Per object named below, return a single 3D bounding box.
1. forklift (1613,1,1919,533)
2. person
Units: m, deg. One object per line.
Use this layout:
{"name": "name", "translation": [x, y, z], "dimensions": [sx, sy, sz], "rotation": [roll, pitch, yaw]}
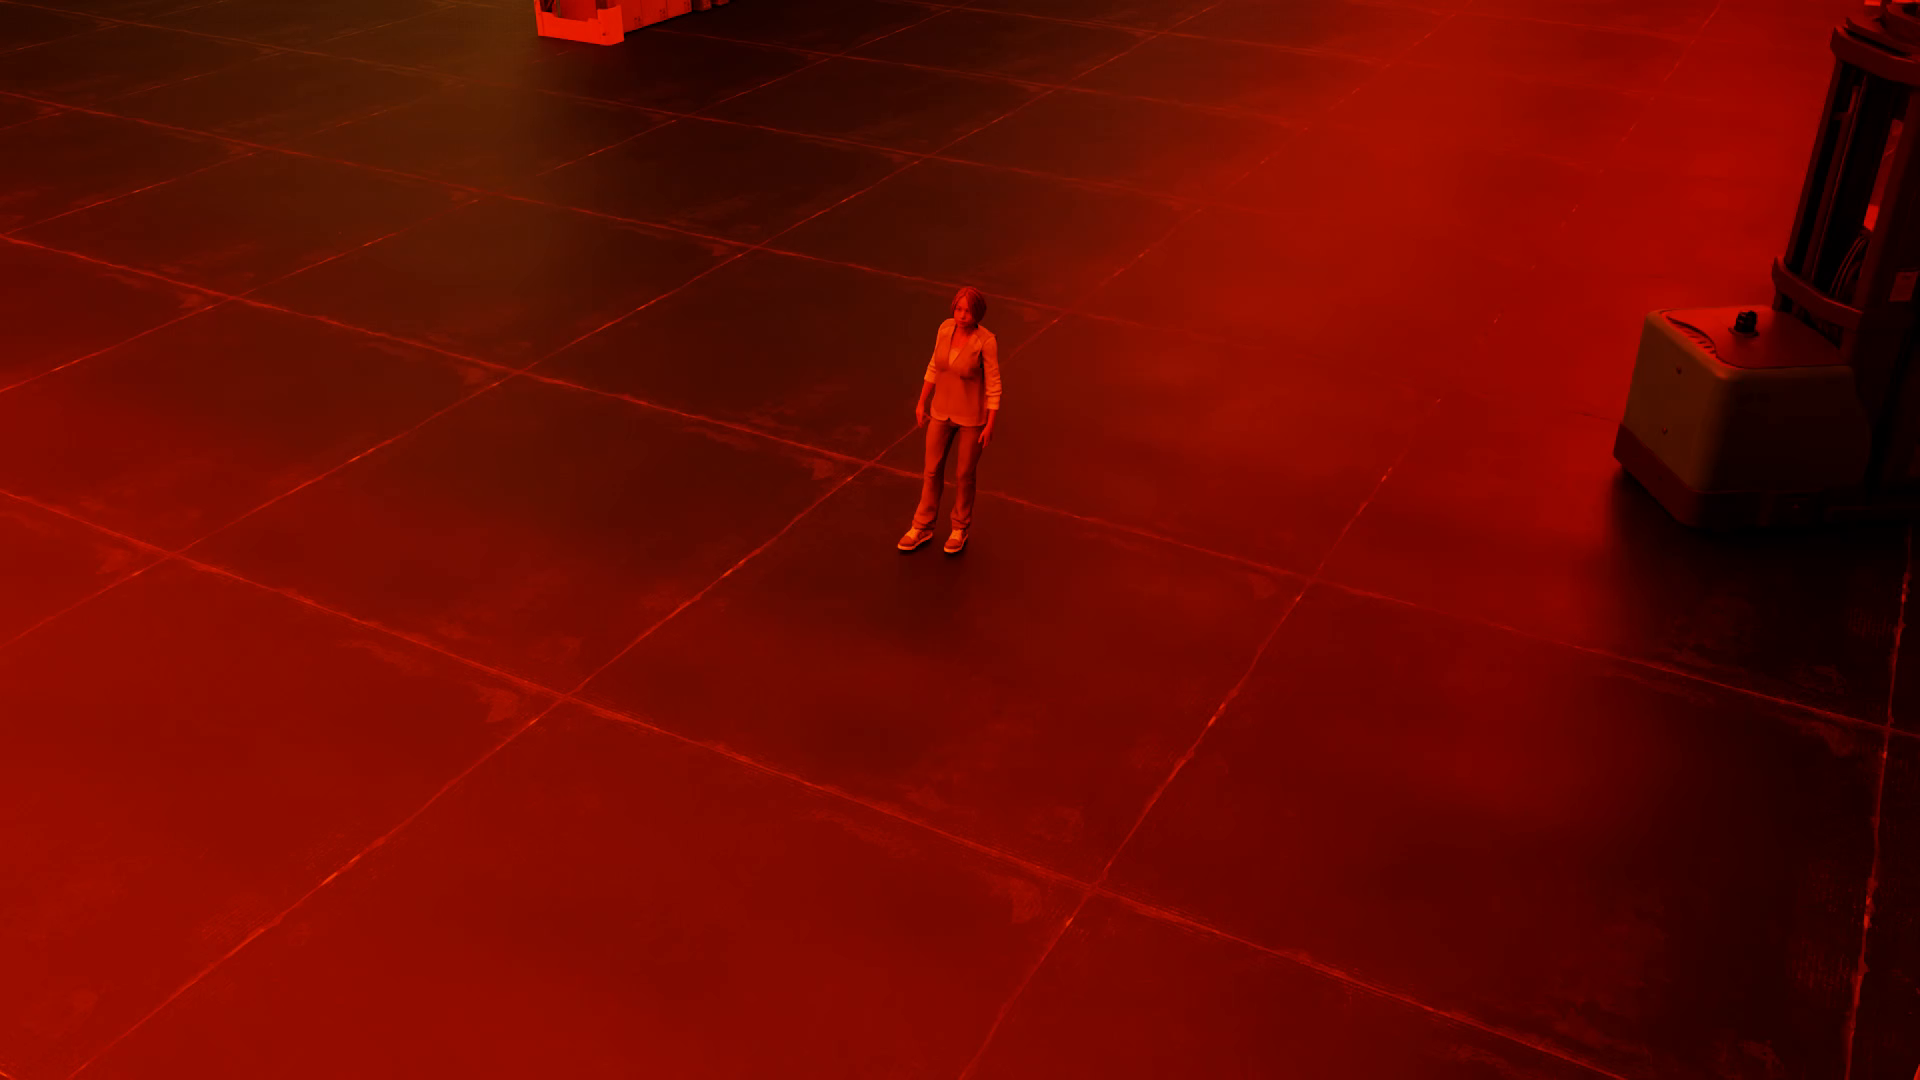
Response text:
{"name": "forklift", "translation": [5.797, -1.617, 9.872], "dimensions": [3.031, 2.935, 1.130], "rotation": [-3, 30, -5]}
{"name": "person", "translation": [-0.048, -0.669, 9.550], "dimensions": [0.520, 1.597, 0.475], "rotation": [15, 33, 25]}
